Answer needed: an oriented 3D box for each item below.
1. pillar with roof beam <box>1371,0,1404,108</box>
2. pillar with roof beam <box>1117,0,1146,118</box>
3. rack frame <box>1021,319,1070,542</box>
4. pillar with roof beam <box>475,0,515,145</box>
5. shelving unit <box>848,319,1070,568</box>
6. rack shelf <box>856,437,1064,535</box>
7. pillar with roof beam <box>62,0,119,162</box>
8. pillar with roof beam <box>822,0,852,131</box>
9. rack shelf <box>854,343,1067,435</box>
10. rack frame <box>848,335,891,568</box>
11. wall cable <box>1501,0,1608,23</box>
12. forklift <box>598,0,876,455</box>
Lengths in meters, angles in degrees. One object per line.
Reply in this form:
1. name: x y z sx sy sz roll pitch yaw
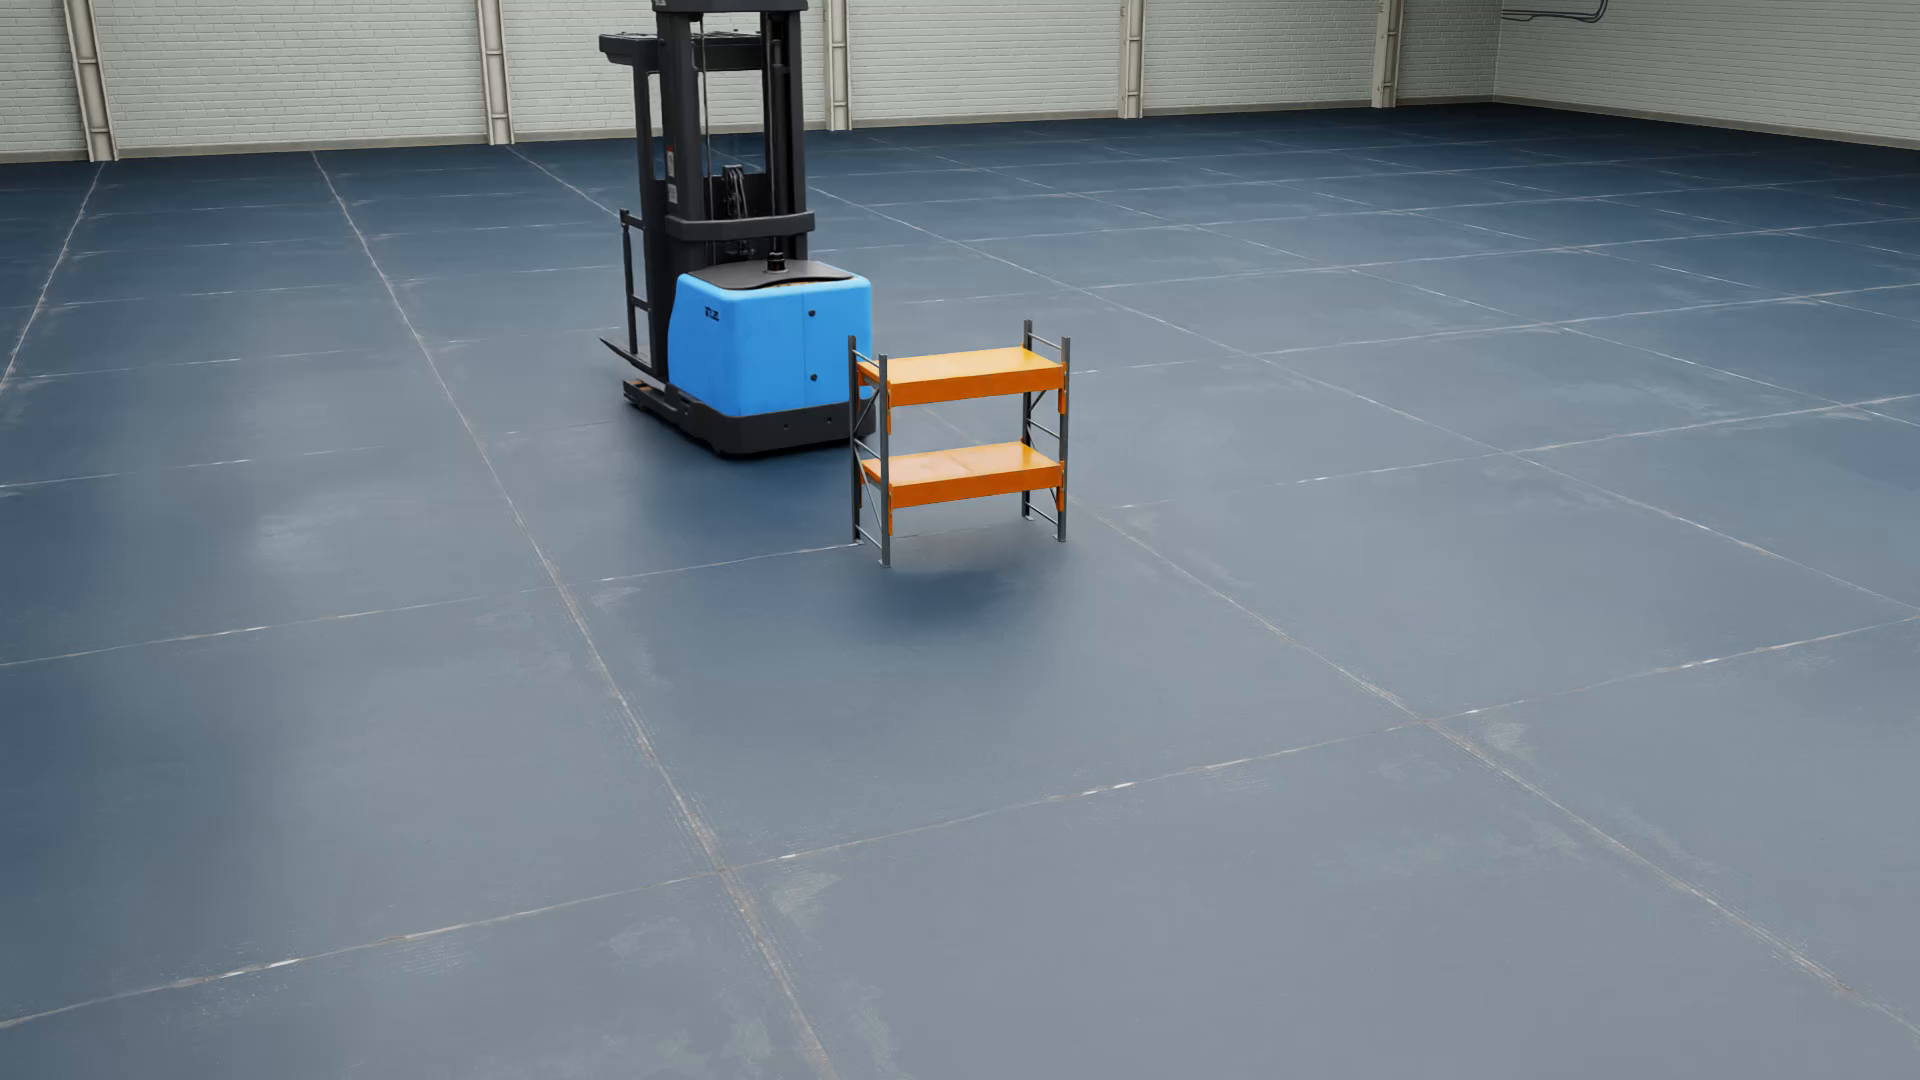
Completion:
1. pillar with roof beam: 10.523 -11.962 29.445 0.400 9.000 9.100 -8 21 -22
2. pillar with roof beam: 5.014 -11.173 27.204 0.400 9.000 9.100 -8 21 -22
3. rack frame: 0.461 -0.597 9.023 0.032 1.125 0.500 -8 21 -22
4. pillar with roof beam: -6.005 -9.594 22.720 0.400 9.000 9.100 -8 21 -22
5. shelving unit: -0.006 -0.530 8.833 1.048 1.125 0.538 -8 21 -22
6. rack shelf: -0.006 -0.299 8.914 1.000 0.278 0.538 -8 21 -22
7. pillar with roof beam: -11.514 -8.805 20.478 0.400 9.000 9.100 -8 21 -22
8. pillar with roof beam: -0.496 -10.383 24.962 0.400 9.000 9.100 -8 21 -22
9. rack shelf: -0.006 -0.806 8.735 1.000 0.278 0.538 -8 21 -22
10. rack frame: -0.473 -0.463 8.643 0.032 1.125 0.500 -8 21 -22
11. wall cable: 12.046 -11.794 33.645 0.112 2.526 3.097 -8 21 -22
12. forklift: -1.722 -2.355 11.298 1.130 2.935 3.031 -11 22 -28
